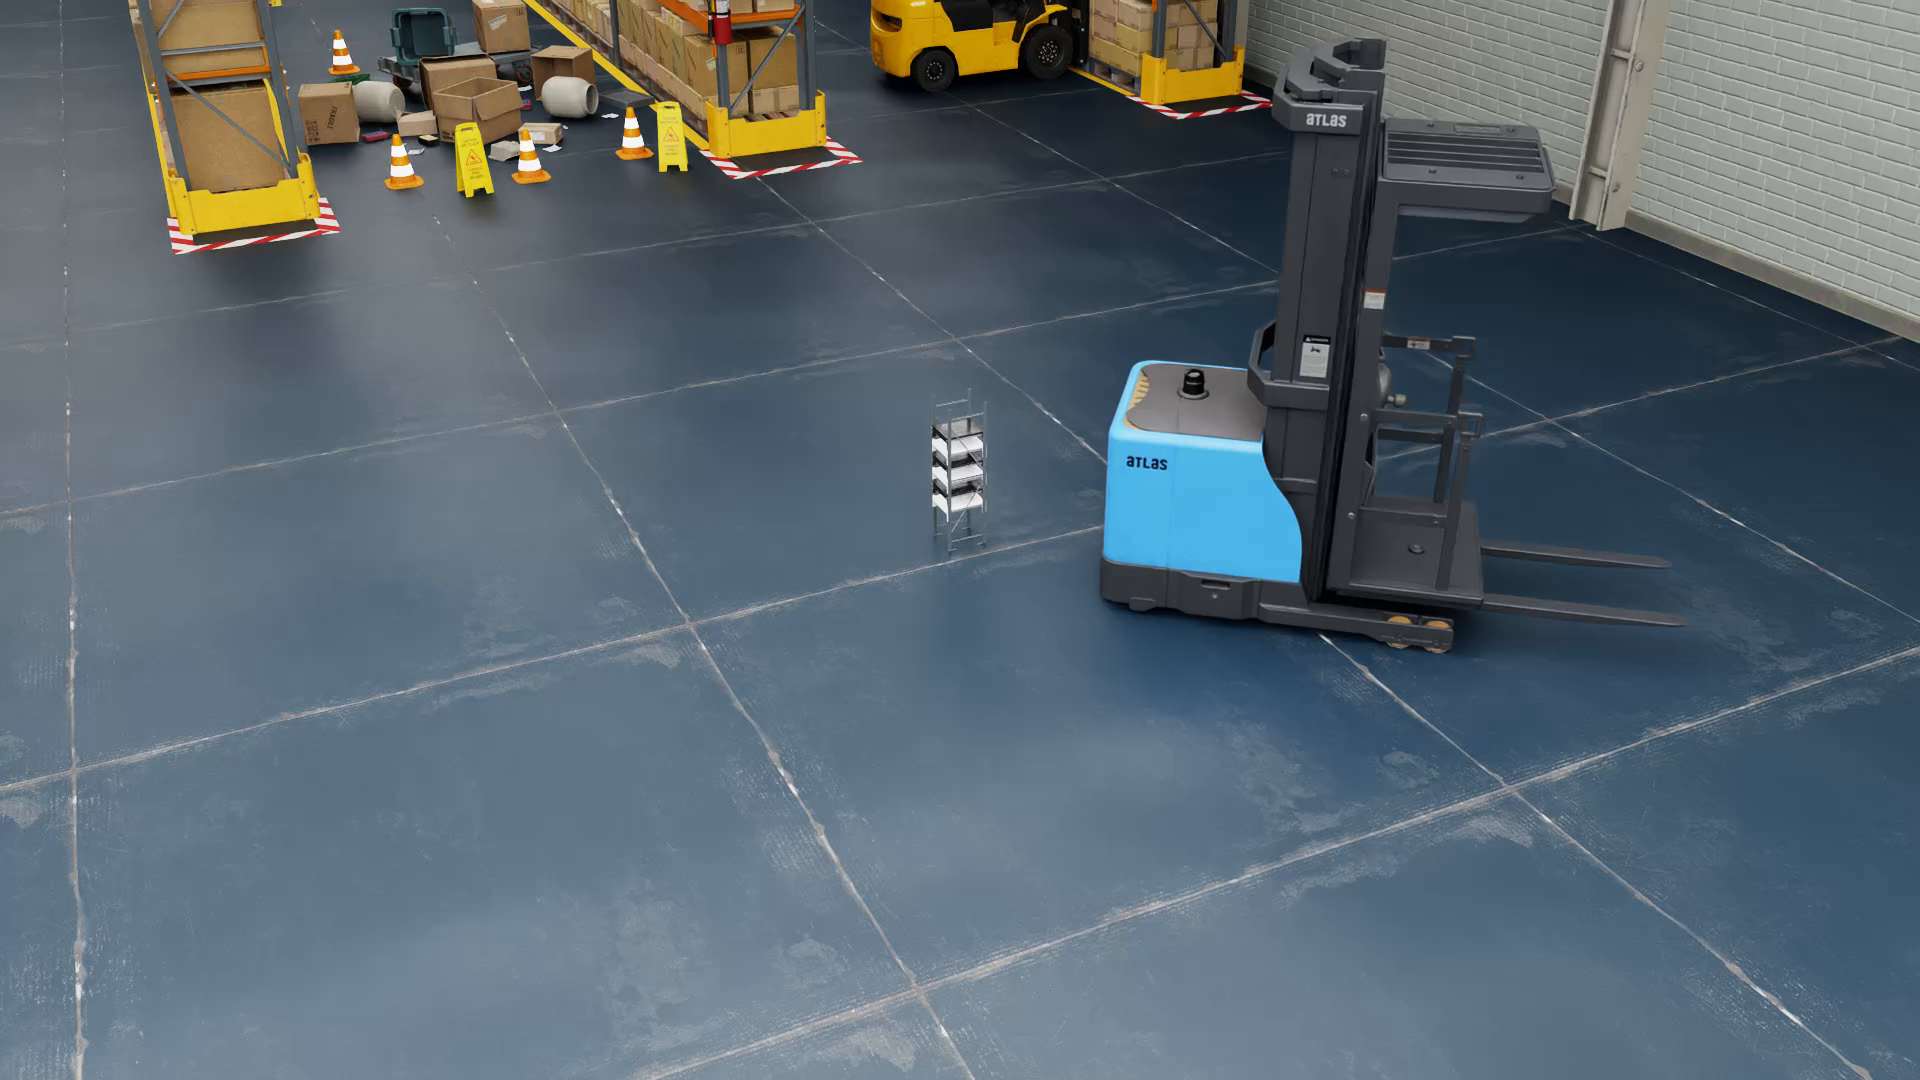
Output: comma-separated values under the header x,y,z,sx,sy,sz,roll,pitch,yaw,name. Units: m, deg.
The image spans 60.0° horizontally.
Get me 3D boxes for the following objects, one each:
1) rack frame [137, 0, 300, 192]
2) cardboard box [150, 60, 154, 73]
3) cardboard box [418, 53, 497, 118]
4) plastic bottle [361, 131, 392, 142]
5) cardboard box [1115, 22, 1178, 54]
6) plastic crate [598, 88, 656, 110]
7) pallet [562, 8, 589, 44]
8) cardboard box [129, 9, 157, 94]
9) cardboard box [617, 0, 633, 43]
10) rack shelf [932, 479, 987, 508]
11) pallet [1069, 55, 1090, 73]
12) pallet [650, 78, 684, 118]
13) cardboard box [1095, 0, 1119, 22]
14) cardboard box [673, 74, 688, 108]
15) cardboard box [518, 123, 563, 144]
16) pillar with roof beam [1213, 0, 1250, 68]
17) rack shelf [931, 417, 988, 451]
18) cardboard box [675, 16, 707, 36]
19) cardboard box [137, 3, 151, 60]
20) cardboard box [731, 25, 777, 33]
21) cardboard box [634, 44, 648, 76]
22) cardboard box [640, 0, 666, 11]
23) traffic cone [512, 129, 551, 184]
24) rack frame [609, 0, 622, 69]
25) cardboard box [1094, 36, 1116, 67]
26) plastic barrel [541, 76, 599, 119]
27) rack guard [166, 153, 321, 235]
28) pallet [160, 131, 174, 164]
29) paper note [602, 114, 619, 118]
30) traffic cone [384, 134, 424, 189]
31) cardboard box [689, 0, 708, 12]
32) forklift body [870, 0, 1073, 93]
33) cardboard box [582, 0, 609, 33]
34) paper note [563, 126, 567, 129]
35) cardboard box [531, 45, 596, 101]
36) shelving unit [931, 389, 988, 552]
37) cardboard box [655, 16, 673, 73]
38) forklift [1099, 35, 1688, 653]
x,y,z,sx,sy,sz,roll,pitch,yaw,name
-6.332,-4.163,14.108,1.000,3.000,0.127,-13,32,-22,rack frame
-7.062,-4.094,15.727,0.875,0.875,0.875,-14,32,-23,cardboard box
-5.354,-4.873,17.788,0.797,0.637,0.503,-13,32,-22,cardboard box
-5.991,-4.152,17.092,0.133,0.061,0.283,26,38,38,plastic bottle
2.086,-5.643,18.617,0.500,0.250,0.500,-14,32,-23,cardboard box
-3.688,-4.875,18.362,0.583,0.080,0.402,26,38,38,plastic crate
-4.485,-6.681,21.449,1.003,0.211,1.213,-13,32,-22,pallet
-8.397,-5.388,18.162,1.050,0.750,0.750,-13,32,-22,cardboard box
-3.612,-6.008,19.013,0.500,0.500,0.500,-12,31,-20,cardboard box
-0.003,-0.289,9.597,0.258,0.077,0.200,-13,32,-22,rack shelf
1.691,-5.942,20.131,1.003,0.211,1.213,-13,32,-22,pallet
-2.774,-4.969,18.396,1.003,0.211,1.213,-13,32,-22,pallet
1.873,-6.074,18.874,0.500,0.250,0.500,-12,32,-21,cardboard box
-2.710,-4.762,17.558,0.500,0.250,0.500,-13,32,-22,cardboard box
-4.291,-4.159,17.014,0.380,0.149,0.250,2,29,4,cardboard box
-0.796,-8.501,15.709,9.100,9.000,0.400,-13,32,-22,pillar with roof beam
-0.003,-0.603,9.421,0.258,0.077,0.200,-13,32,-22,rack shelf
-2.702,-5.289,17.066,0.380,0.149,0.250,-12,31,-21,cardboard box
-6.788,-4.622,14.772,0.875,0.550,0.550,-13,32,-22,cardboard box
-2.240,-5.213,17.595,0.500,0.500,0.500,-14,32,-24,cardboard box
-3.373,-5.447,18.780,0.500,0.250,0.500,-11,31,-19,cardboard box
-3.272,-5.878,18.118,0.380,0.149,0.250,-11,31,-19,cardboard box
-4.111,-3.677,15.834,0.336,0.463,0.334,-13,32,-22,traffic cone
-3.622,-7.014,19.192,1.000,3.000,0.127,-13,32,-22,rack frame
1.885,-5.638,19.120,0.500,0.250,0.500,-13,32,-22,cardboard box
-4.159,-4.718,17.731,0.512,0.421,0.421,7,30,13,plastic barrel
-6.322,-3.063,14.700,1.175,0.500,0.348,-13,32,-22,rack guard
-7.266,-3.822,16.350,1.003,0.211,1.213,-13,32,-22,pallet
-3.750,-4.558,17.847,0.148,0.019,0.142,26,38,38,paper note
-5.277,-3.590,15.679,0.336,0.463,0.334,-13,32,-22,traffic cone
-2.467,-5.347,16.475,0.380,0.149,0.250,-13,32,-23,cardboard box
0.115,-6.376,18.921,2.313,2.155,1.214,-13,32,-22,forklift body
-4.161,-6.599,20.709,0.950,0.372,0.625,-11,31,-19,cardboard box
-4.152,-4.342,17.482,0.032,0.001,0.123,-13,32,-22,paper note
-4.391,-5.166,18.449,0.500,0.500,0.500,7,30,13,cardboard box
-0.003,-0.396,9.536,0.258,0.900,0.210,-13,32,-22,shelving unit
-2.921,-5.312,17.771,0.500,0.500,0.500,-14,32,-23,cardboard box
2.333,-0.975,8.492,3.031,2.935,1.130,7,30,11,forklift
